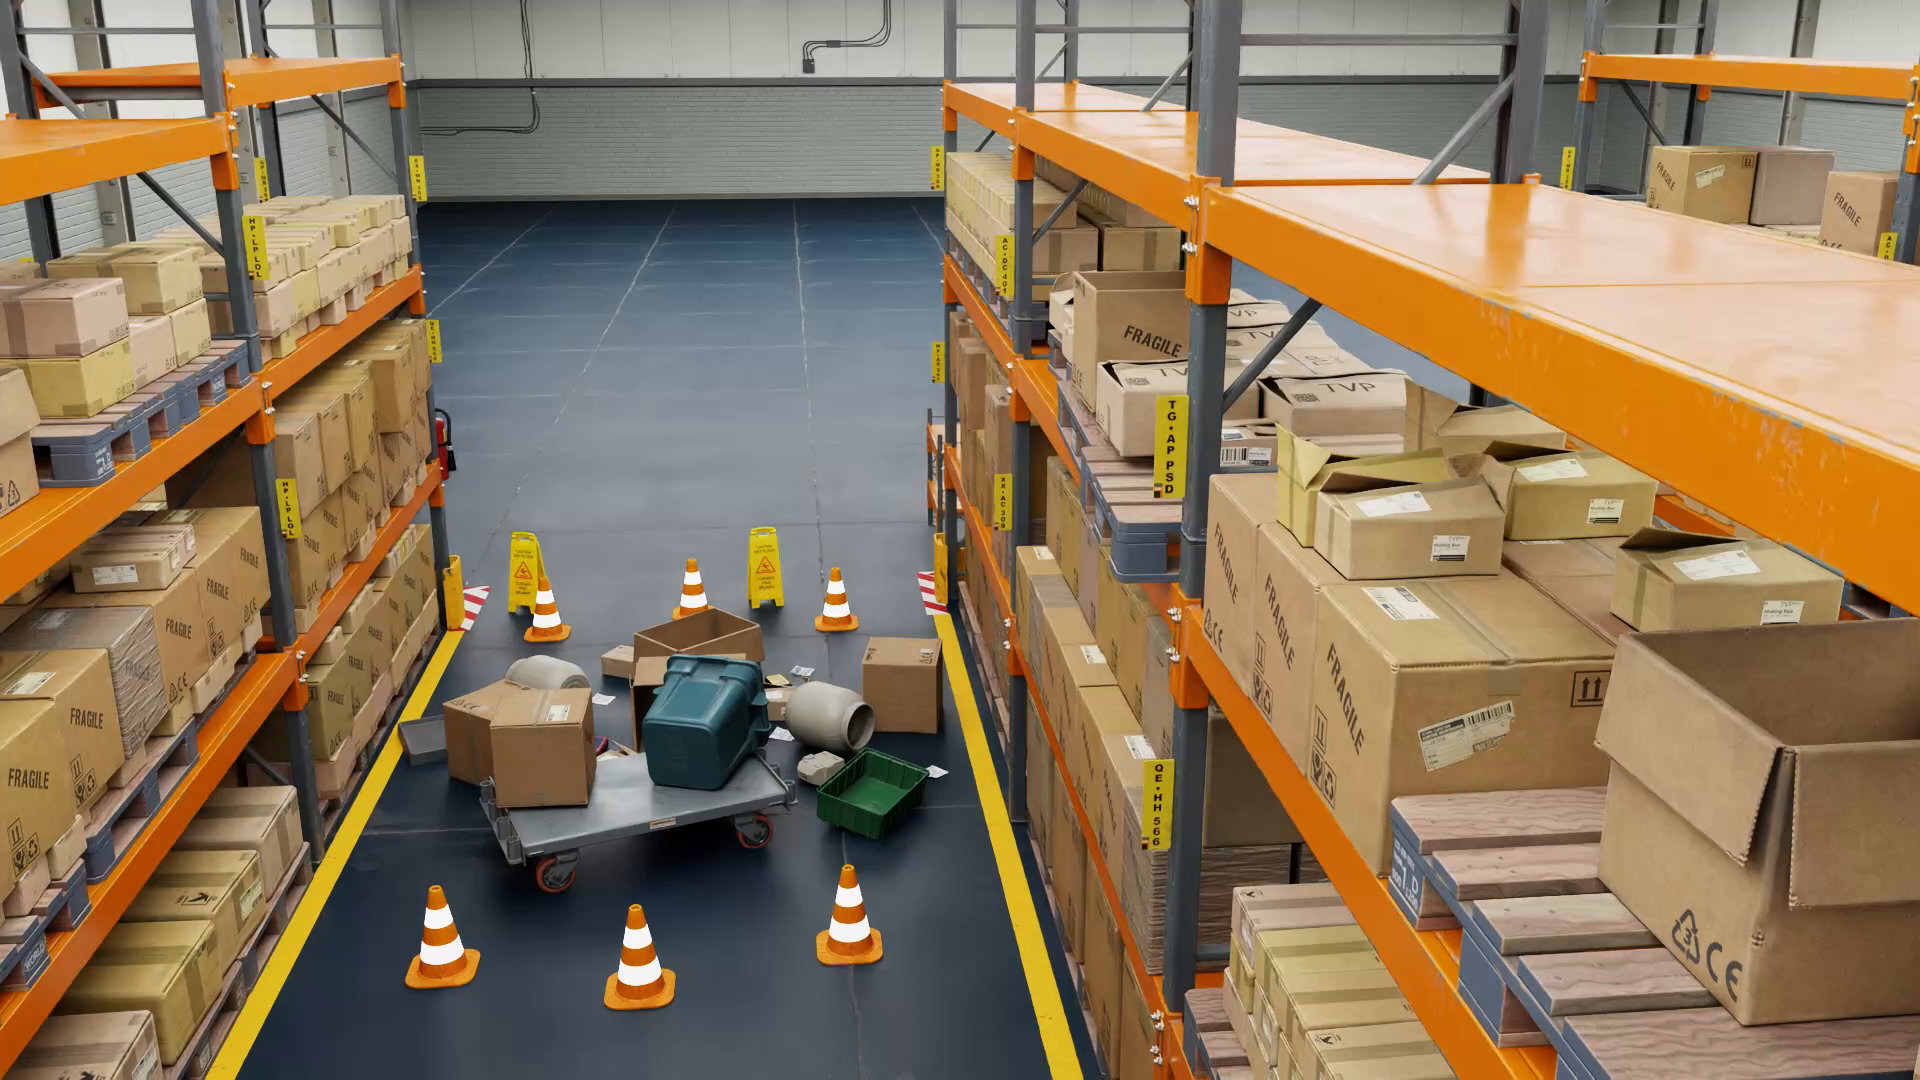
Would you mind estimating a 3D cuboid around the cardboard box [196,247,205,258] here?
[{"bbox_3d":[-4.410,-1.530,9.197,0.380,0.149,0.250,-1,17,-4],"label":"cardboard box"}]

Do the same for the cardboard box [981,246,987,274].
[{"bbox_3d":[0.334,-1.739,10.325,0.380,0.149,0.250,-2,17,-5],"label":"cardboard box"}]

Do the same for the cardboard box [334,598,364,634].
[{"bbox_3d":[-3.919,0.472,10.292,0.380,0.149,0.250,-1,17,-4],"label":"cardboard box"}]

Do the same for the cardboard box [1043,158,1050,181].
[{"bbox_3d":[0.805,-2.669,11.957,0.380,0.149,0.250,-1,17,-5],"label":"cardboard box"}]

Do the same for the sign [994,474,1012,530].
[{"bbox_3d":[0.242,-0.212,9.339,0.100,0.325,0.005,-2,18,-6],"label":"sign"}]

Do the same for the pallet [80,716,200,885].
[{"bbox_3d":[-3.951,1.099,7.061,1.003,0.211,1.213,-2,18,-6],"label":"pallet"}]

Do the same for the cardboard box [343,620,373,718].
[{"bbox_3d":[-3.978,0.815,10.284,0.500,0.500,0.500,-1,17,-3],"label":"cardboard box"}]

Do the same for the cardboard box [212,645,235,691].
[{"bbox_3d":[-3.719,0.624,7.974,0.380,0.149,0.250,-2,18,-7],"label":"cardboard box"}]

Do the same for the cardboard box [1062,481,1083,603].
[{"bbox_3d":[0.906,-0.002,8.414,0.700,0.500,0.500,-2,18,-7],"label":"cardboard box"}]

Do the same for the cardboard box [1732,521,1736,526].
[{"bbox_3d":[5.410,-0.138,11.100,0.380,0.149,0.250,-2,18,-6],"label":"cardboard box"}]

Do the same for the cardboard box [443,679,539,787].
[{"bbox_3d":[-2.876,1.235,10.479,0.500,0.500,0.500,11,21,32],"label":"cardboard box"}]

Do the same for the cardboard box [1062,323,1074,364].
[{"bbox_3d":[0.680,-0.912,7.692,0.380,0.149,0.250,-2,18,-6],"label":"cardboard box"}]

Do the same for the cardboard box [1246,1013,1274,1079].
[{"bbox_3d":[1.080,1.552,5.017,0.380,0.149,0.250,-1,17,-3],"label":"cardboard box"}]

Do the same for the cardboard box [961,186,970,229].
[{"bbox_3d":[0.282,-2.267,11.340,0.500,0.250,0.500,-2,18,-6],"label":"cardboard box"}]

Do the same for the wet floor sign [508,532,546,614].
[{"bbox_3d":[-3.487,0.246,13.388,0.267,0.644,0.232,4,18,13],"label":"wet floor sign"}]

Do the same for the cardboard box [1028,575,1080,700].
[{"bbox_3d":[0.634,0.489,8.517,0.500,0.500,0.500,-2,18,-5],"label":"cardboard box"}]

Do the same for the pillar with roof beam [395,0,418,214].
[{"bbox_3d":[-9.105,-12.331,39.504,9.100,9.000,0.400,-2,18,-6],"label":"pillar with roof beam"}]

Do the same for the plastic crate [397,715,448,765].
[{"bbox_3d":[-3.465,1.304,10.962,0.402,0.080,0.583,-8,19,-25],"label":"plastic crate"}]

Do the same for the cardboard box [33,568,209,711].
[{"bbox_3d":[-3.743,0.447,7.455,0.500,0.500,0.500,-1,17,-4],"label":"cardboard box"}]

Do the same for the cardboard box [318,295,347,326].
[{"bbox_3d":[-3.953,-1.394,10.094,0.380,0.149,0.250,-2,18,-7],"label":"cardboard box"}]

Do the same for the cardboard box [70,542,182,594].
[{"bbox_3d":[-3.711,0.121,7.408,0.380,0.149,0.250,-3,18,-8],"label":"cardboard box"}]

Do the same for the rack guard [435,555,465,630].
[{"bbox_3d":[-4.524,0.428,13.052,1.175,0.500,0.348,-2,18,-6],"label":"rack guard"}]

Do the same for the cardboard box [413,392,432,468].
[{"bbox_3d":[-4.202,-0.824,12.203,0.500,0.500,0.500,-2,18,-7],"label":"cardboard box"}]

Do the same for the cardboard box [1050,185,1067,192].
[{"bbox_3d":[0.812,-2.284,11.395,0.500,0.250,0.500,-2,18,-6],"label":"cardboard box"}]

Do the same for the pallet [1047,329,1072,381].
[{"bbox_3d":[0.938,-0.847,8.251,0.805,0.209,1.217,-2,18,-8],"label":"pallet"}]

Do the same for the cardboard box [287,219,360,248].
[{"bbox_3d":[-4.011,-1.932,10.475,0.380,0.149,0.250,-1,17,-4],"label":"cardboard box"}]

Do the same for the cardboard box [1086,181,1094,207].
[{"bbox_3d":[0.988,-2.141,10.274,0.380,0.149,0.250,-2,17,-5],"label":"cardboard box"}]

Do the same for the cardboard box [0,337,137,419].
[{"bbox_3d":[-3.816,-0.683,6.960,0.500,0.250,0.500,-2,17,-5],"label":"cardboard box"}]

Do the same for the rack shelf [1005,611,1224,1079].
[{"bbox_3d":[1.000,1.160,7.747,1.077,0.370,4.000,-2,18,-6],"label":"rack shelf"}]

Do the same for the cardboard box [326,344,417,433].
[{"bbox_3d":[-4.062,-1.009,11.122,0.700,0.500,0.500,-2,18,-6],"label":"cardboard box"}]

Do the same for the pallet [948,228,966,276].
[{"bbox_3d":[0.469,-2.138,12.194,1.003,0.211,1.213,-2,18,-6],"label":"pallet"}]

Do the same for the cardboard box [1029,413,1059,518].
[{"bbox_3d":[0.790,-0.476,9.706,0.875,0.550,0.550,-2,18,-6],"label":"cardboard box"}]

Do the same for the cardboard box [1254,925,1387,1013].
[{"bbox_3d":[1.092,1.272,4.914,0.380,0.149,0.250,-2,18,-7],"label":"cardboard box"}]

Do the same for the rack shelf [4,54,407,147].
[{"bbox_3d":[-4.325,-2.709,10.062,1.077,0.370,4.000,-2,18,-6],"label":"rack shelf"}]

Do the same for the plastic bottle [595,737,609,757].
[{"bbox_3d":[-2.387,1.364,10.803,0.133,0.061,0.283,1,17,4],"label":"plastic bottle"}]

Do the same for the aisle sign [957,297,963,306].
[{"bbox_3d":[0.076,-2.223,12.981,0.394,0.787,0.004,-2,18,-6],"label":"aisle sign"}]

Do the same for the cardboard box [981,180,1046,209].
[{"bbox_3d":[0.334,-2.119,10.205,0.380,0.149,0.250,-2,18,-5],"label":"cardboard box"}]

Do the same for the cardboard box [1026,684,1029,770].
[{"bbox_3d":[0.799,0.845,10.396,0.875,0.875,0.875,-2,17,-5],"label":"cardboard box"}]

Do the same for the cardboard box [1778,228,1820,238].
[{"bbox_3d":[5.779,-2.021,11.256,0.380,0.149,0.250,-1,17,-4],"label":"cardboard box"}]

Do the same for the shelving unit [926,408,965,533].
[{"bbox_3d":[0.001,-0.535,15.075,0.538,1.125,1.048,-2,18,-6],"label":"shelving unit"}]

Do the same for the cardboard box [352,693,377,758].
[{"bbox_3d":[-3.978,1.173,10.395,0.500,0.250,0.500,-1,17,-3],"label":"cardboard box"}]

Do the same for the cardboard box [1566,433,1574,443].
[{"bbox_3d":[5.118,-0.881,13.469,0.380,0.149,0.250,-2,18,-6],"label":"cardboard box"}]

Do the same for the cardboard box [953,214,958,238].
[{"bbox_3d":[0.150,-2.267,12.007,0.380,0.149,0.250,-2,18,-5],"label":"cardboard box"}]

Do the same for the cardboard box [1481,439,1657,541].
[{"bbox_3d":[1.575,-0.166,4.319,0.396,0.266,0.258,-2,18,-6],"label":"cardboard box"}]

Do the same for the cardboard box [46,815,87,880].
[{"bbox_3d":[-3.541,1.162,6.258,0.380,0.149,0.250,-2,18,-5],"label":"cardboard box"}]

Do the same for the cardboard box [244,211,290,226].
[{"bbox_3d":[-4.619,-2.068,10.910,0.380,0.149,0.250,-2,18,-6],"label":"cardboard box"}]

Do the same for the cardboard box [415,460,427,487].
[{"bbox_3d":[-4.144,-0.491,12.224,0.380,0.149,0.250,-2,18,-6],"label":"cardboard box"}]

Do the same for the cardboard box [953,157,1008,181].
[{"bbox_3d":[0.151,-2.650,11.895,0.380,0.149,0.250,-2,18,-6],"label":"cardboard box"}]

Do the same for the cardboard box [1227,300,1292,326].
[{"bbox_3d":[1.194,-0.900,7.381,0.500,0.311,0.500,-2,18,-8],"label":"cardboard box"}]

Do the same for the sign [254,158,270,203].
[{"bbox_3d":[-5.071,-2.619,12.116,0.100,0.325,0.005,-2,18,-6],"label":"sign"}]

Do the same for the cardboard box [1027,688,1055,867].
[{"bbox_3d":[0.948,1.277,9.231,1.050,0.750,0.750,-2,18,-6],"label":"cardboard box"}]

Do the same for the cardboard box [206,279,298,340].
[{"bbox_3d":[-3.892,-1.237,8.927,0.500,0.250,0.500,-2,18,-7],"label":"cardboard box"}]

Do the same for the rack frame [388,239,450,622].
[{"bbox_3d":[-4.532,-0.787,12.750,1.000,3.000,0.127,-2,18,-6],"label":"rack frame"}]

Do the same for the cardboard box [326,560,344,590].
[{"bbox_3d":[-3.959,0.194,10.044,0.380,0.149,0.250,-1,17,-4],"label":"cardboard box"}]

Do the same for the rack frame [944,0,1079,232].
[{"bbox_3d":[0.382,-3.833,12.434,1.000,3.000,0.127,-2,18,-6],"label":"rack frame"}]

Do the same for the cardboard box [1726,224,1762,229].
[{"bbox_3d":[5.296,-2.093,11.485,0.380,0.149,0.250,-2,18,-6],"label":"cardboard box"}]

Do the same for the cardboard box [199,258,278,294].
[{"bbox_3d":[-3.827,-1.391,8.754,0.380,0.149,0.250,-2,18,-7],"label":"cardboard box"}]

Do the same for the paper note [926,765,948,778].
[{"bbox_3d":[-0.176,1.465,10.531,0.142,0.020,0.147,16,24,42],"label":"paper note"}]
